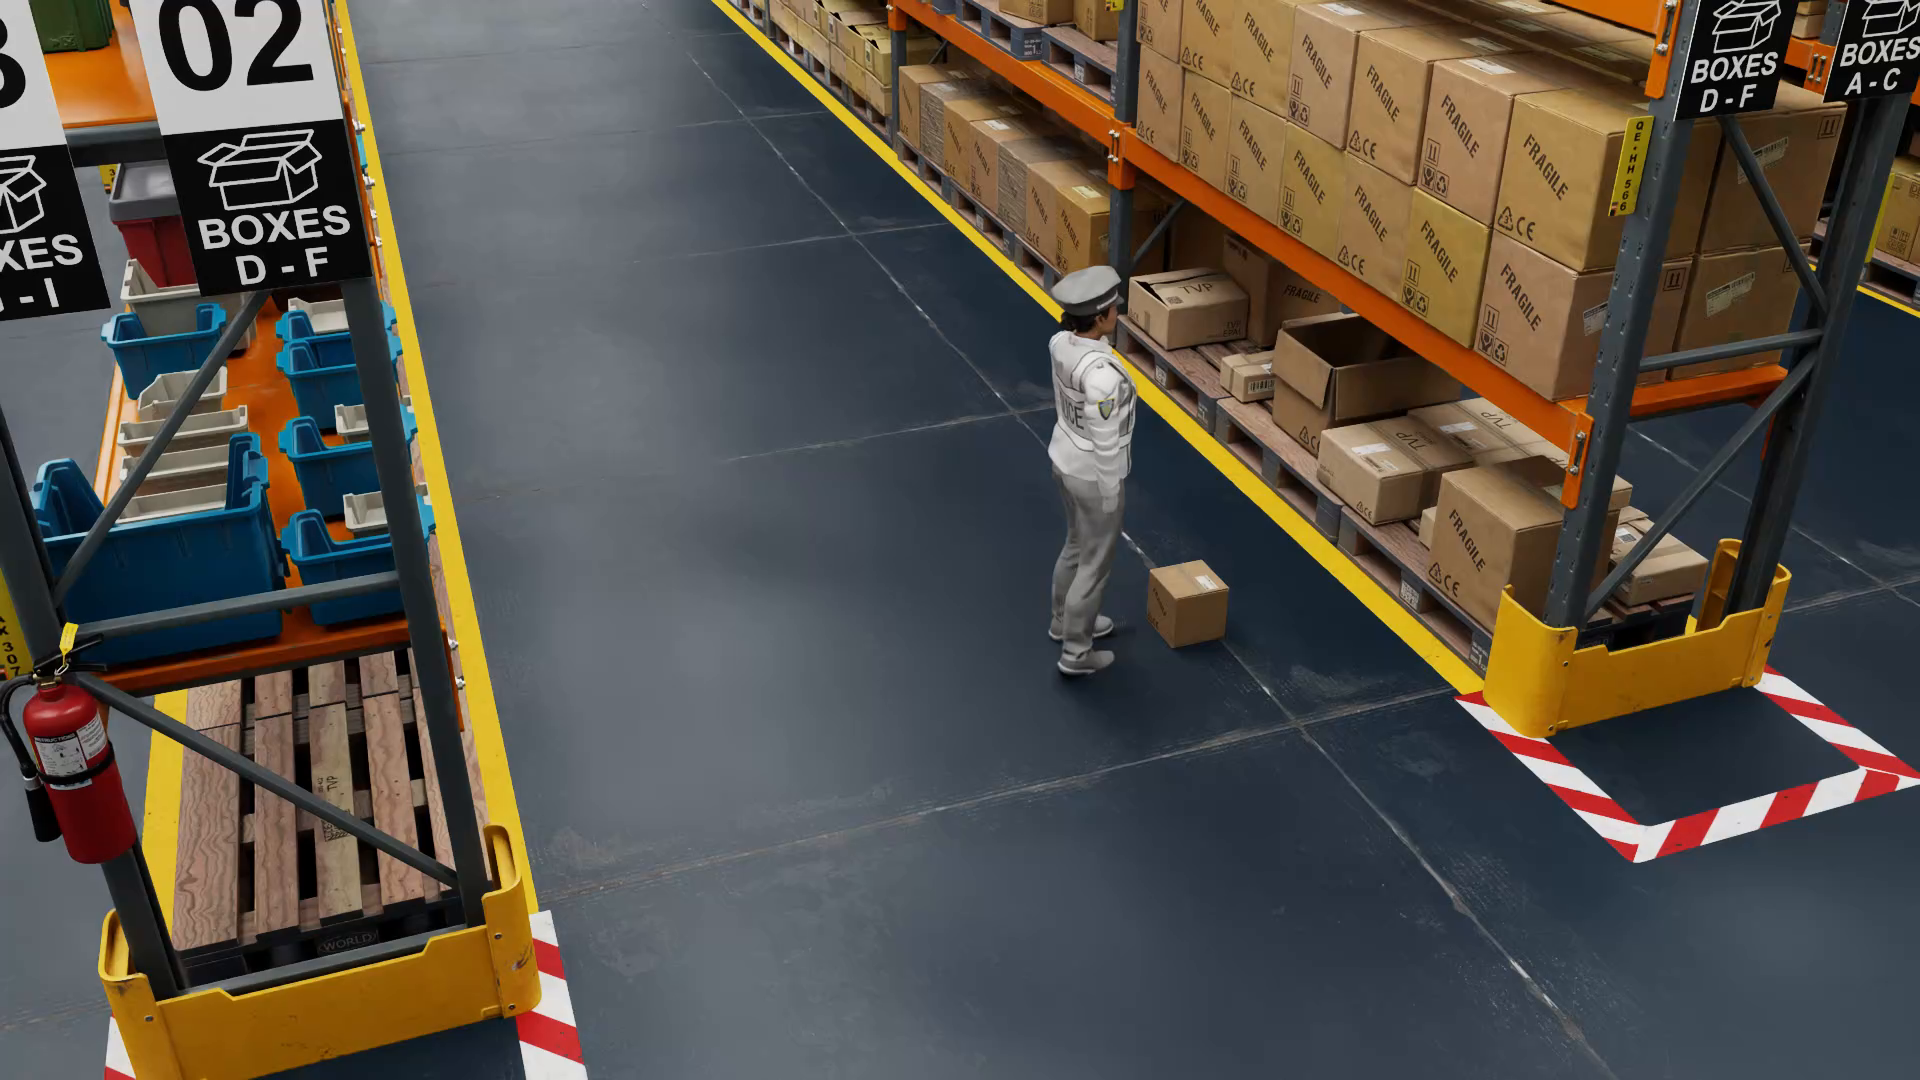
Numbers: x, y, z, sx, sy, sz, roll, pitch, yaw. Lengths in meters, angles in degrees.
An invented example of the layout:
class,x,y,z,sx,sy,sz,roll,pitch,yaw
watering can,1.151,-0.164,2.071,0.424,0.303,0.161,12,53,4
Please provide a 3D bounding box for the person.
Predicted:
class,x,y,z,sx,sy,sz,roll,pitch,yaw
person,0.516,-0.264,6.596,0.347,1.708,0.469,-10,31,-16
